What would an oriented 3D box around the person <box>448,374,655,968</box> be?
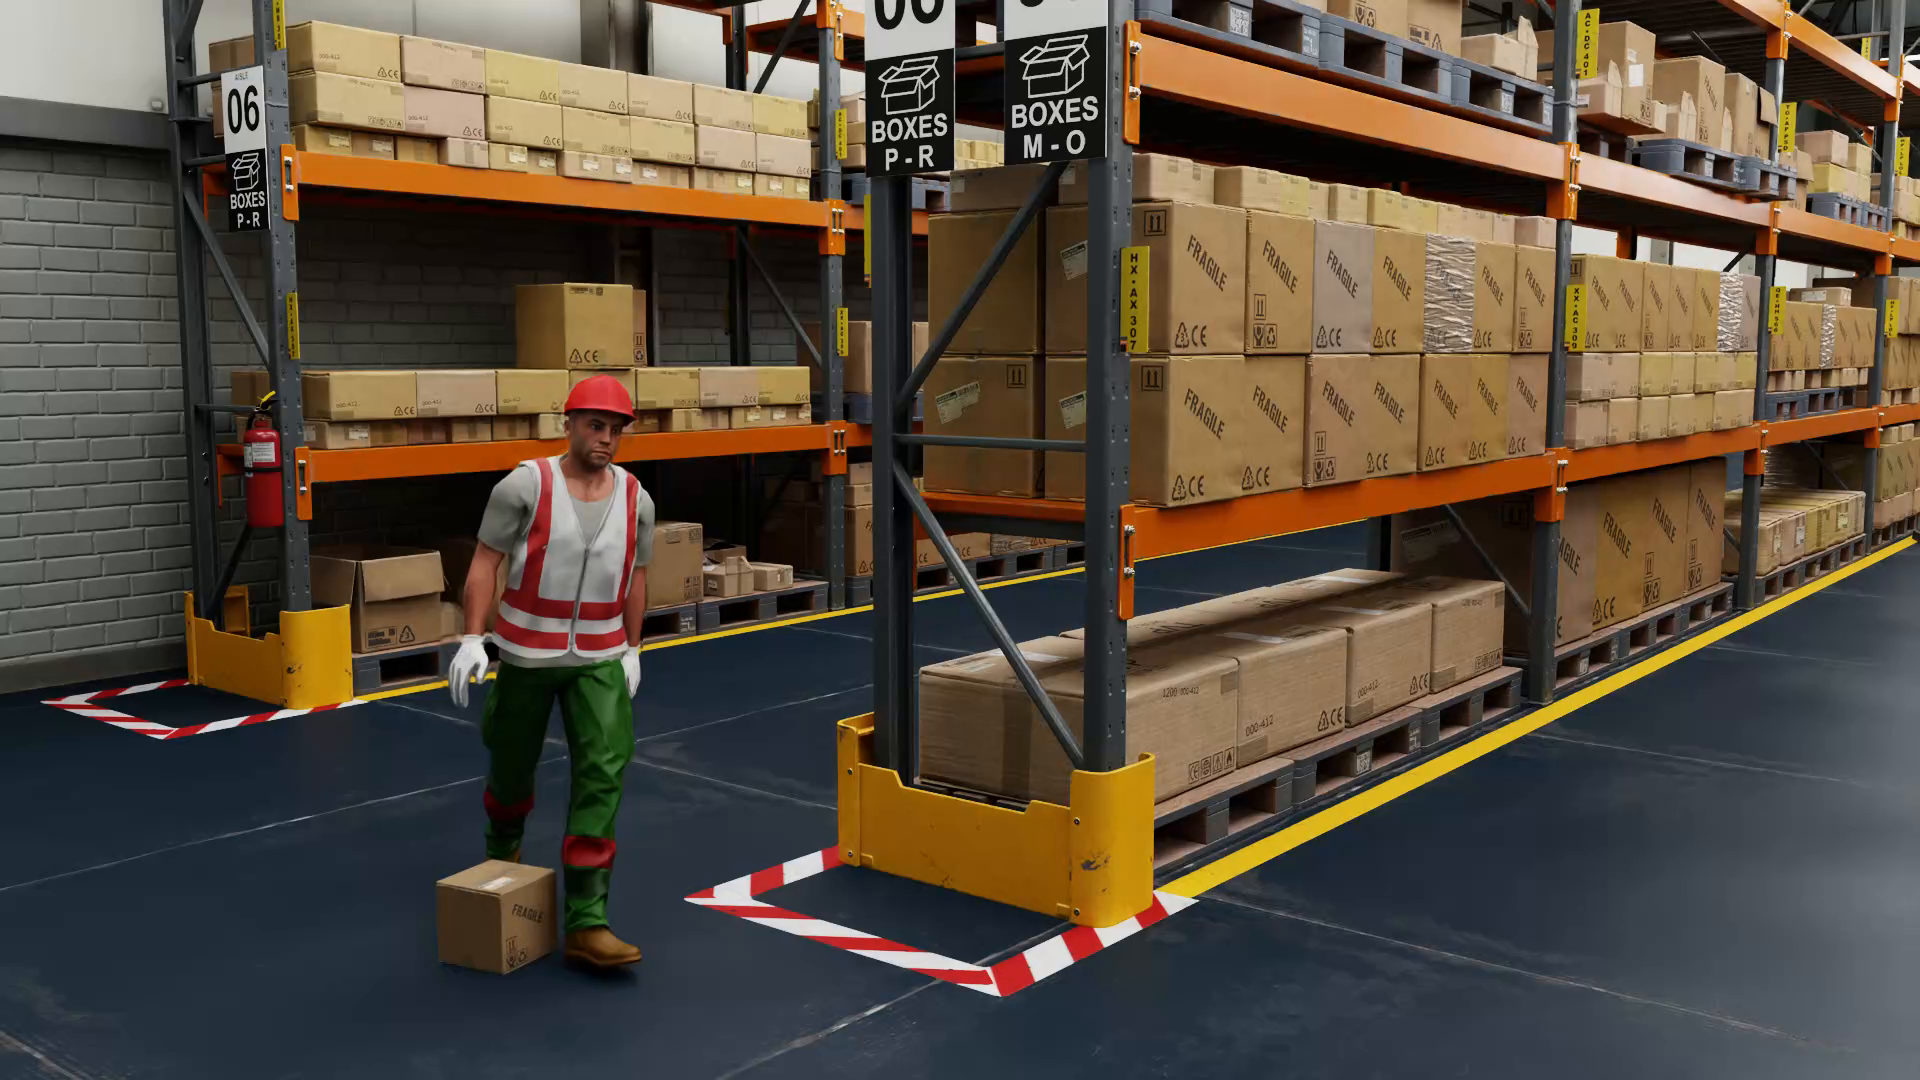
[{"bbox_3d":[-1.250,0.359,5.130,0.667,1.732,1.054,-4,8,-30],"label":"person"}]
